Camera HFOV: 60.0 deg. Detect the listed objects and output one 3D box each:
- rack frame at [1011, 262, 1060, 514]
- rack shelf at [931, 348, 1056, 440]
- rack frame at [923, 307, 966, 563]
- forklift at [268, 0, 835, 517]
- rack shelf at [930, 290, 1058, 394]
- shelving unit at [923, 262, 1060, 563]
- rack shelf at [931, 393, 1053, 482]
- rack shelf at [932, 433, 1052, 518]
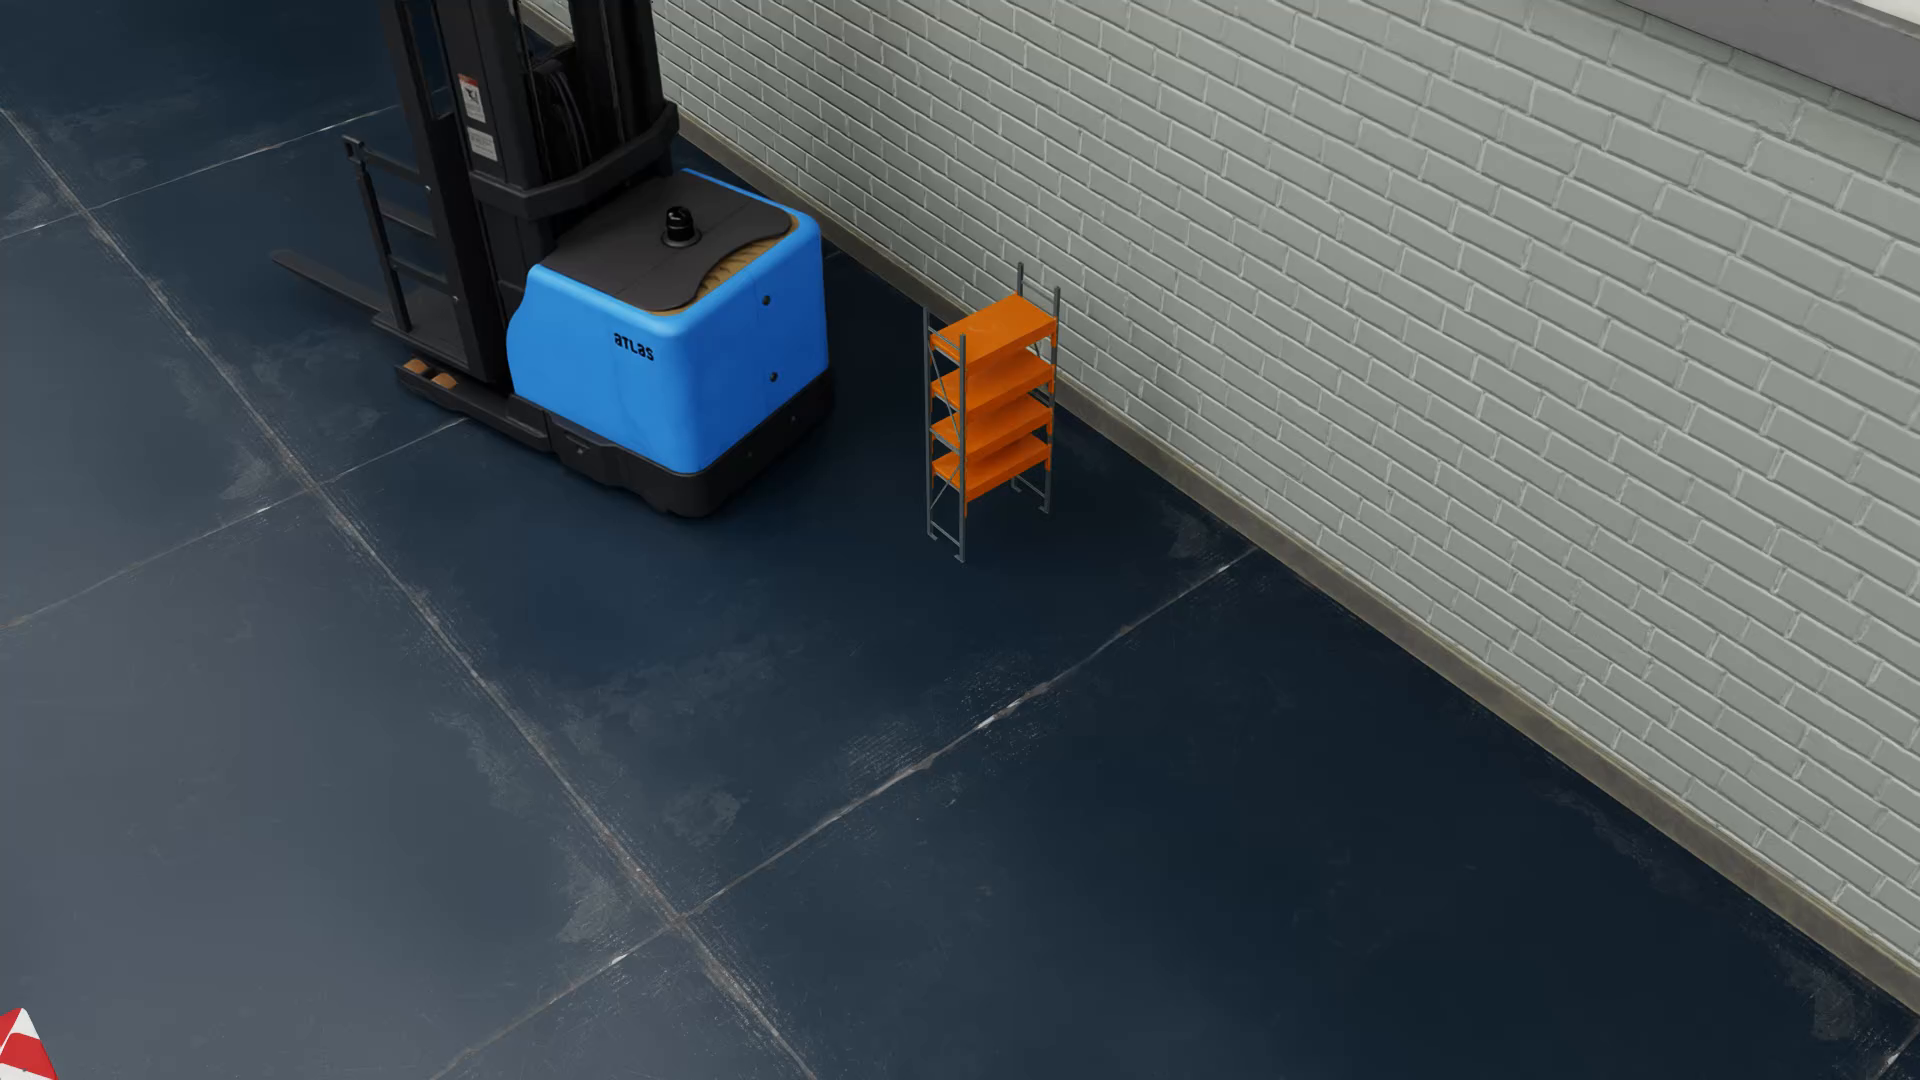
[{"bbox_3d":[0.314,-0.617,7.031,0.015,1.200,0.240,-30,51,-28],"label":"rack frame"},{"bbox_3d":[0.127,-0.624,6.810,0.480,0.148,0.258,-30,51,-28],"label":"rack shelf"},{"bbox_3d":[-0.060,-0.403,6.803,0.015,1.200,0.240,-30,51,-28],"label":"rack frame"},{"bbox_3d":[-2.092,-1.967,7.203,3.031,2.935,1.130,25,49,24],"label":"forklift"},{"bbox_3d":[0.127,-0.796,6.648,0.480,0.148,0.258,-30,51,-28],"label":"rack shelf"},{"bbox_3d":[0.127,-0.510,6.917,0.503,1.200,0.258,-30,51,-28],"label":"shelving unit"},{"bbox_3d":[0.127,-0.461,6.963,0.480,0.148,0.258,-30,51,-28],"label":"rack shelf"},{"bbox_3d":[0.127,-0.316,7.099,0.480,0.148,0.258,-30,51,-28],"label":"rack shelf"}]
